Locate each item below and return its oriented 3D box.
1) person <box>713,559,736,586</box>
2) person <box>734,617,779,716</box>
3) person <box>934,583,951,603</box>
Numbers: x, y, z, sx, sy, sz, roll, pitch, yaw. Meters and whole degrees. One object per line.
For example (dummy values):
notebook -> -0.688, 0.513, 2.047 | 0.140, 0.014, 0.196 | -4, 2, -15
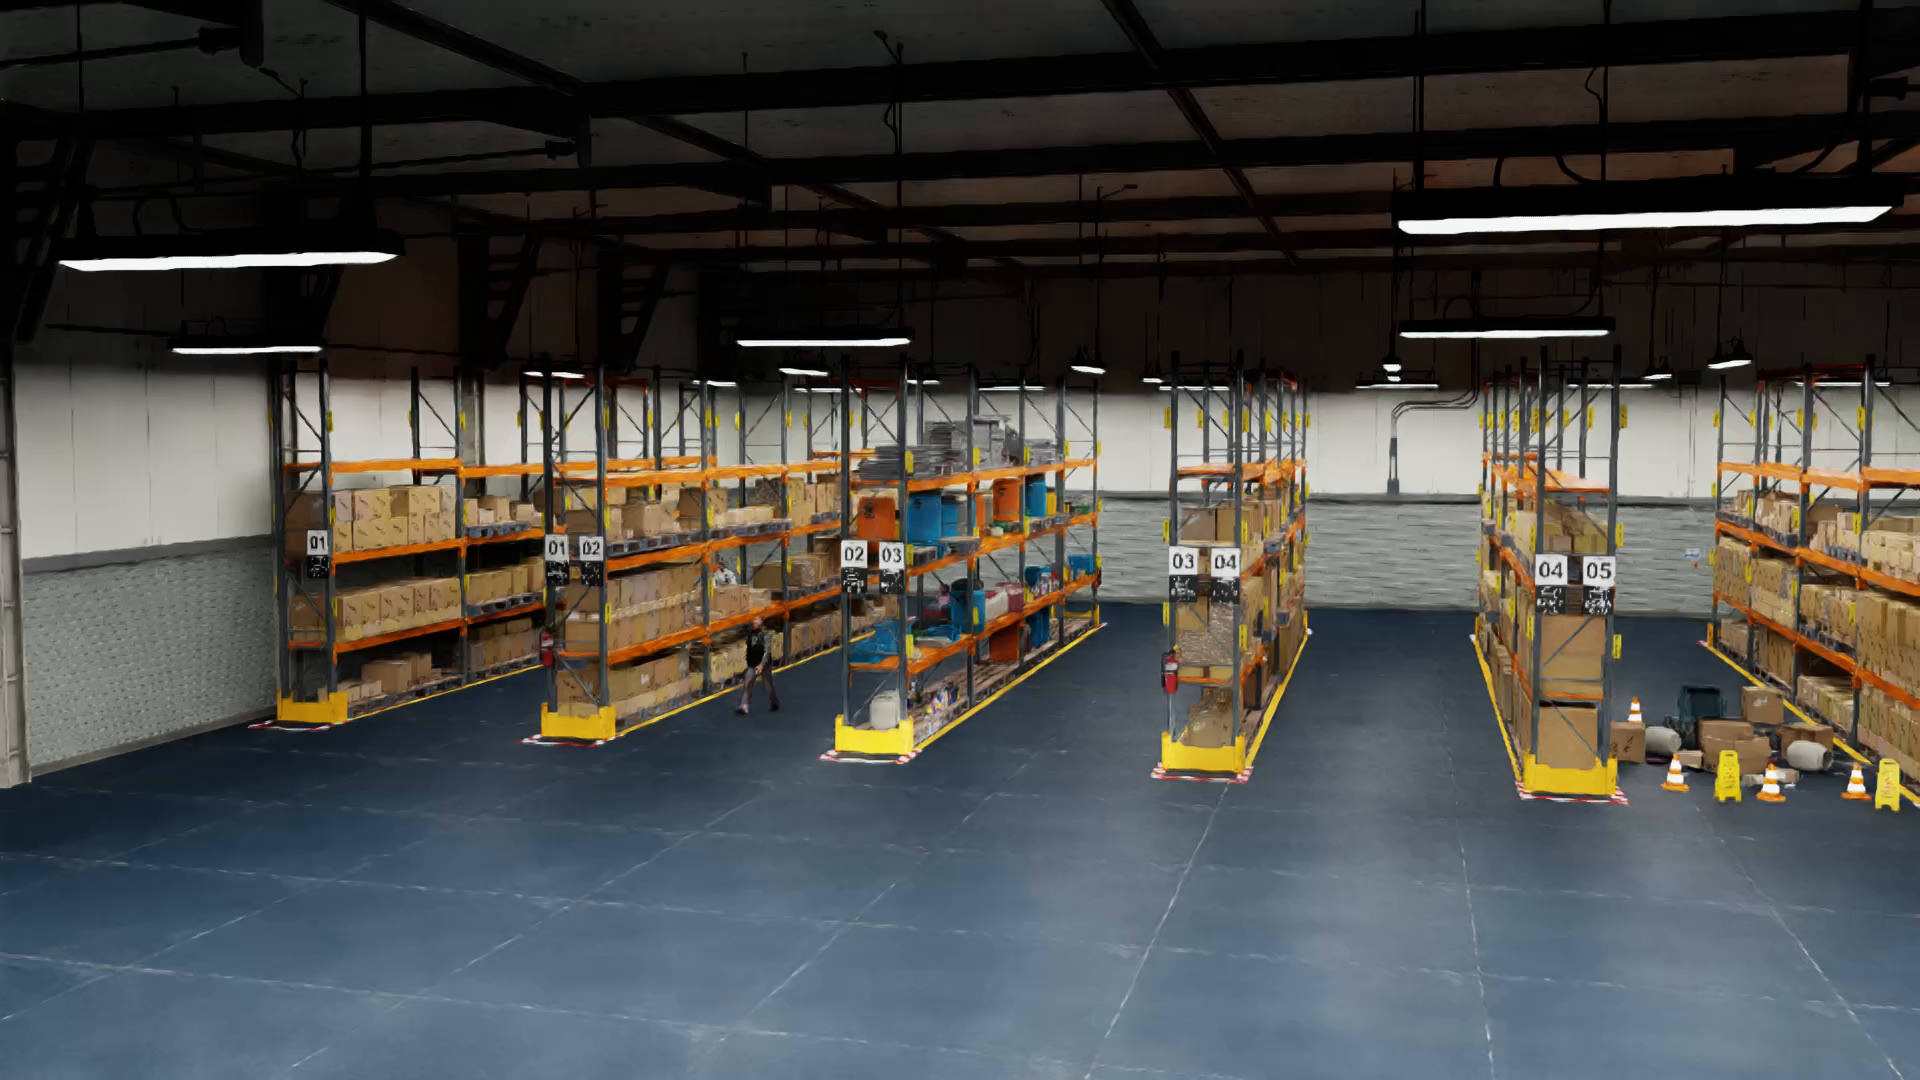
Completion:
person -> -5.784, 1.265, 40.753 | 0.639, 1.632, 0.512 | 1, 4, 12
person -> -3.419, 2.133, 28.231 | 0.539, 1.664, 1.031 | 2, 4, 24
person -> -0.316, 1.667, 35.773 | 0.566, 1.541, 0.519 | 1, 4, 13
